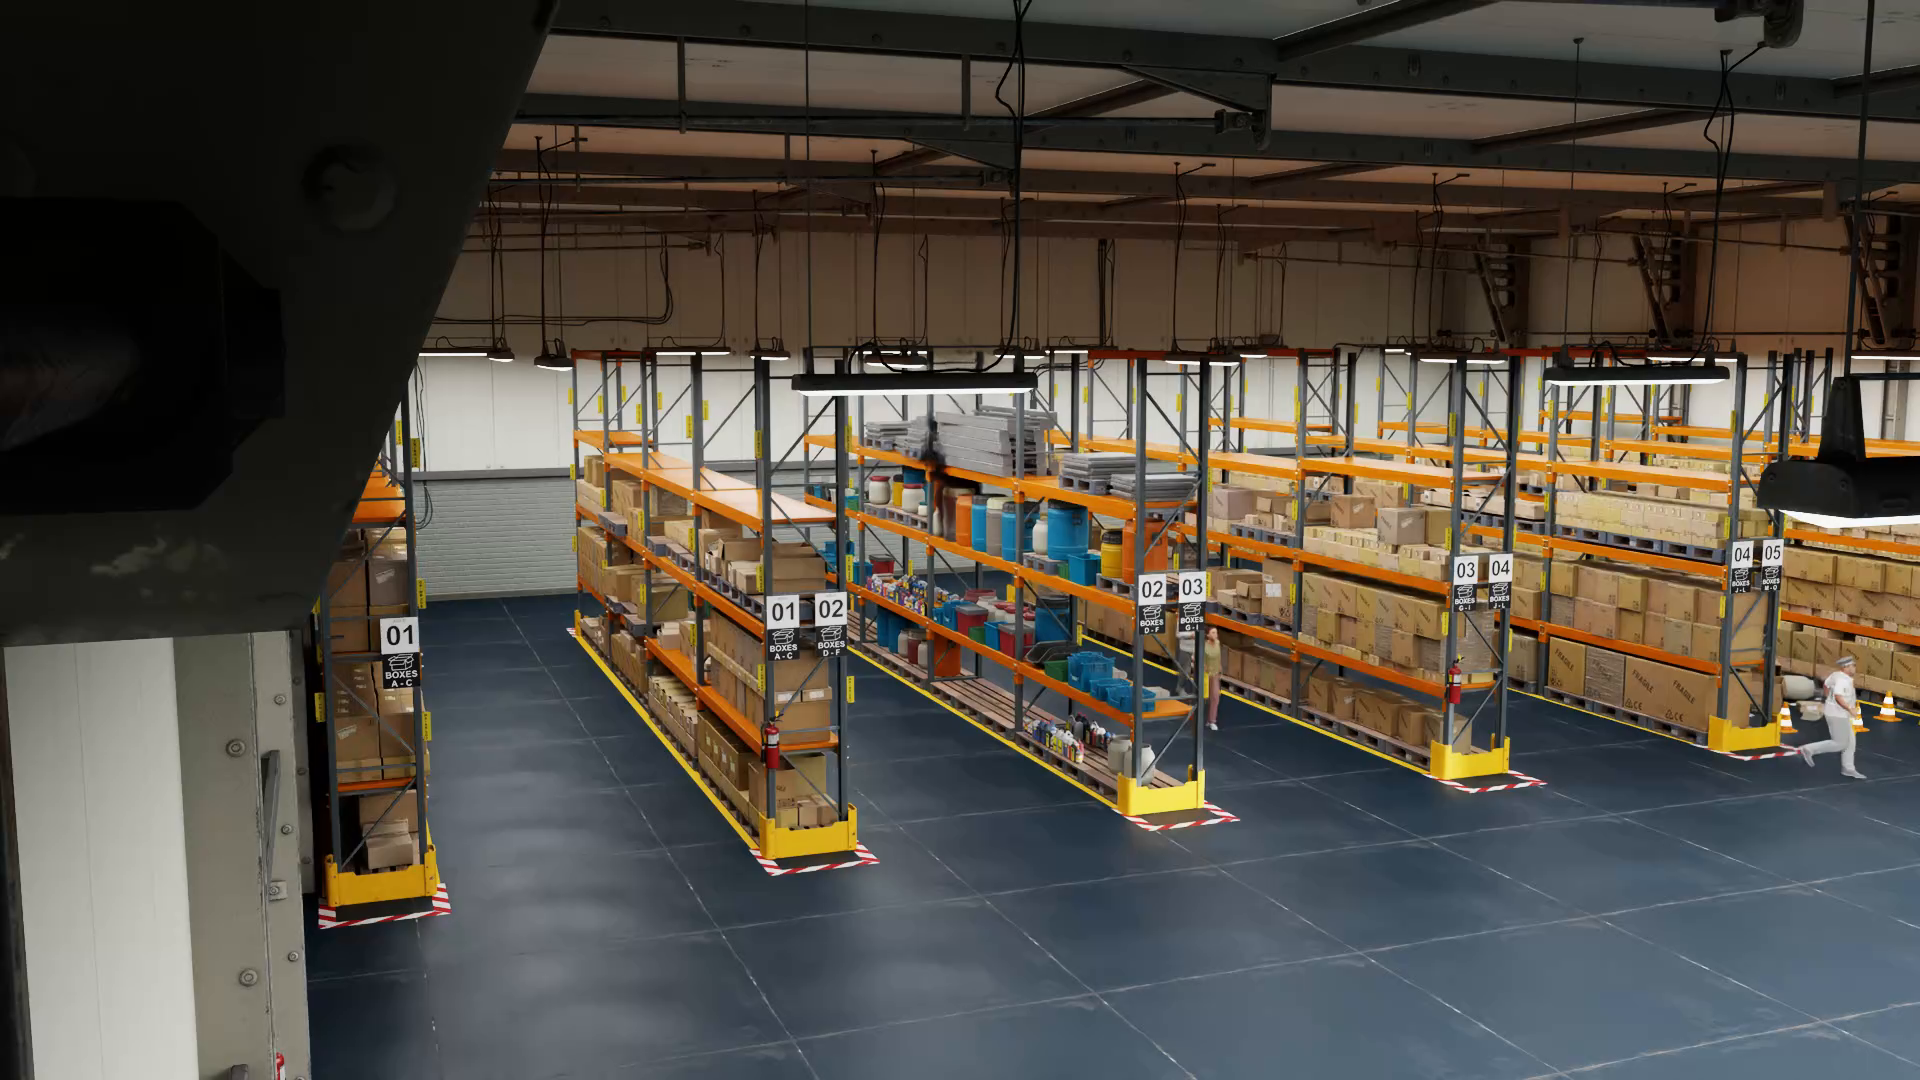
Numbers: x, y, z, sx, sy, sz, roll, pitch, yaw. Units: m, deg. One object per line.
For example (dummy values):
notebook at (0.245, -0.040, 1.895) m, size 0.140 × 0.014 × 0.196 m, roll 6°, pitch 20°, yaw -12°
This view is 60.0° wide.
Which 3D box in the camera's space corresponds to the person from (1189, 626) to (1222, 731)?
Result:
person at (3.996, 2.186, 26.897) m, size 0.603 × 1.658 × 0.889 m, roll -3°, pitch 8°, yaw -25°

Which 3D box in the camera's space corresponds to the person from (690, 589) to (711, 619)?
person at (-5.492, 1.110, 34.971) m, size 0.682 × 1.786 × 0.960 m, roll -4°, pitch 8°, yaw -31°

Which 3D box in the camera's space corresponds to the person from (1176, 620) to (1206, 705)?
person at (3.973, 1.917, 28.556) m, size 0.638 × 1.835 × 0.777 m, roll -3°, pitch 8°, yaw -22°

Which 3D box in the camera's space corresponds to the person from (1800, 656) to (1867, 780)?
person at (12.549, 2.519, 23.831) m, size 0.881 × 1.773 × 0.688 m, roll 3°, pitch 8°, yaw 20°
